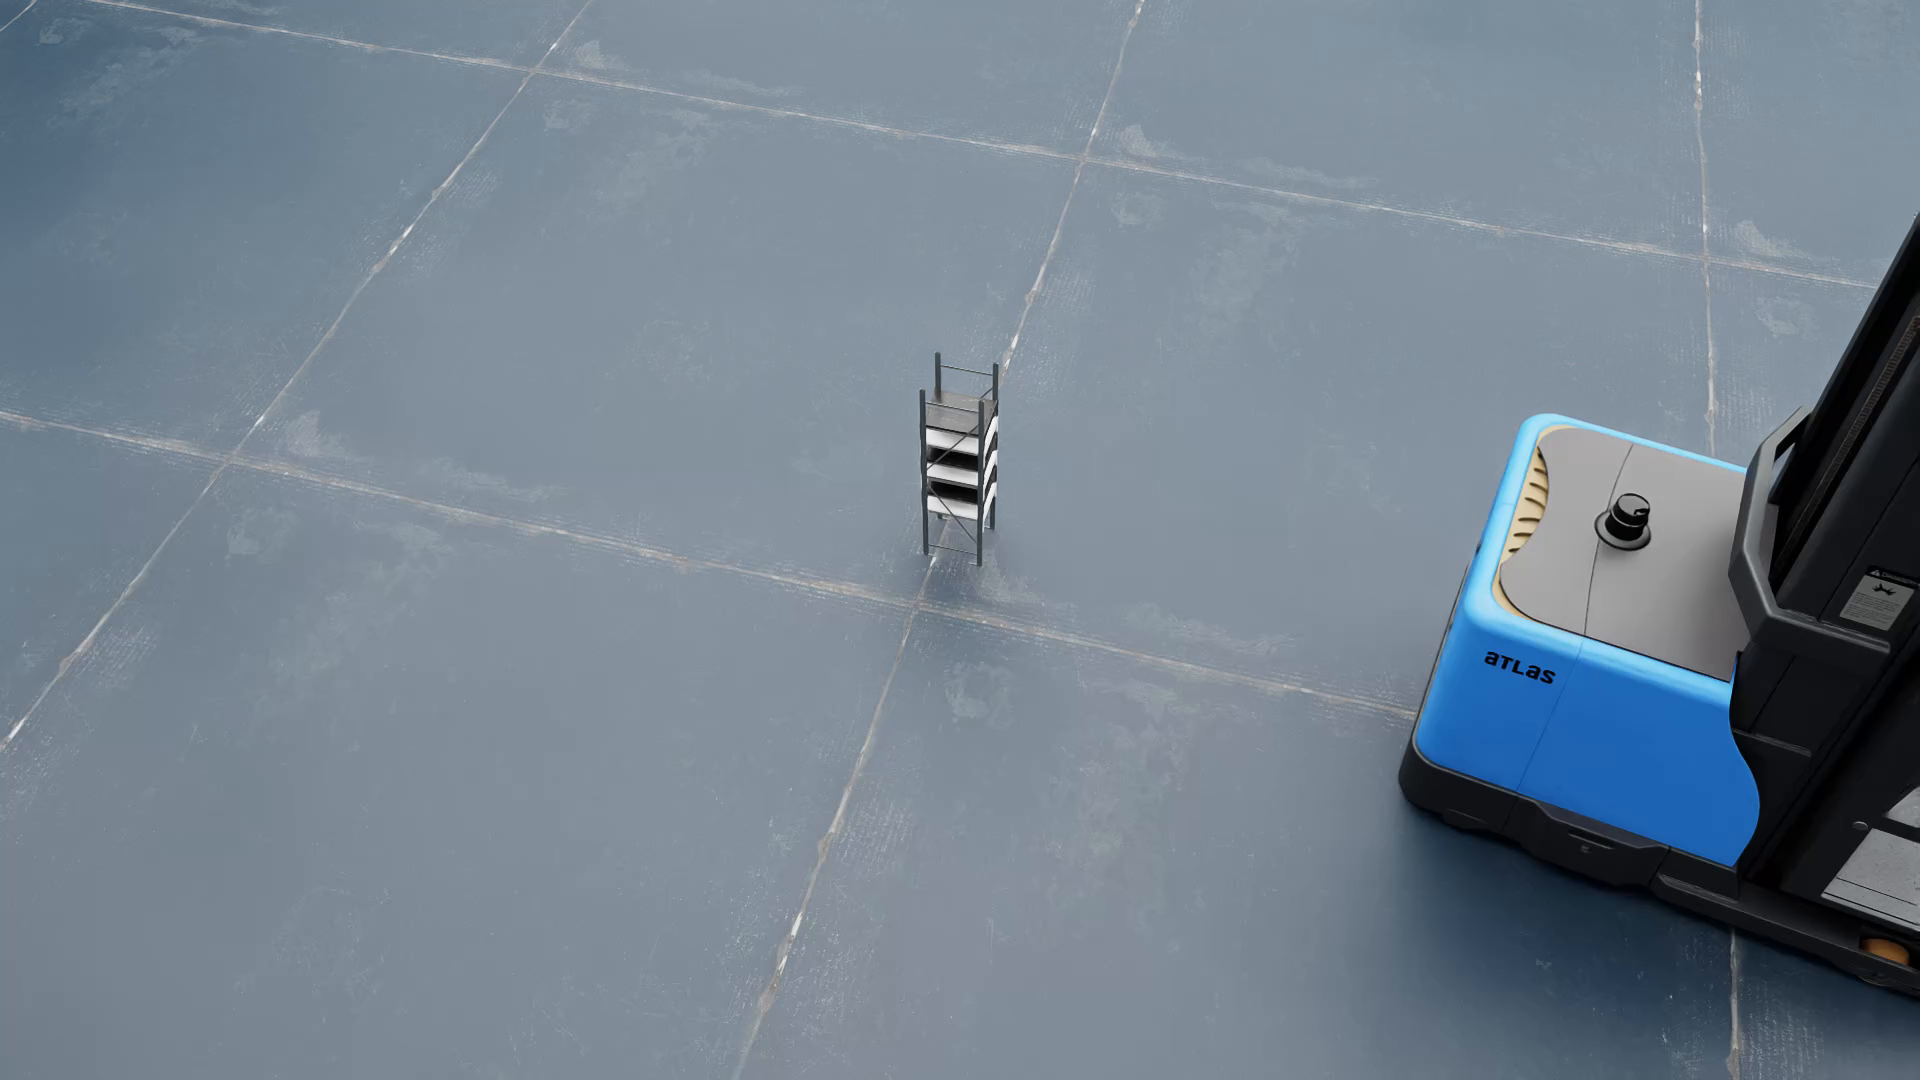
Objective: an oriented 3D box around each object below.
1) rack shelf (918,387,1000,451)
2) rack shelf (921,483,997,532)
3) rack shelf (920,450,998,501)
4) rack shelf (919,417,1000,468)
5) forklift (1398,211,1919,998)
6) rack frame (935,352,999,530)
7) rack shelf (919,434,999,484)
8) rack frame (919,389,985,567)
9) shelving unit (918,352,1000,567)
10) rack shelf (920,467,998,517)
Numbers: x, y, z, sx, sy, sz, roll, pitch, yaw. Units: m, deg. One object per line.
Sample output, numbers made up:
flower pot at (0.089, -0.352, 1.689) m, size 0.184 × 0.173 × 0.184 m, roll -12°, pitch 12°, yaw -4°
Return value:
rack shelf at (-0.002, -0.449, 6.149) m, size 0.258 × 0.077 × 0.200 m, roll 12°, pitch 50°, yaw 10°
rack shelf at (-0.002, -0.151, 6.486) m, size 0.258 × 0.077 × 0.200 m, roll 12°, pitch 50°, yaw 10°
rack shelf at (-0.002, -0.270, 6.351) m, size 0.258 × 0.077 × 0.200 m, roll 12°, pitch 50°, yaw 10°
rack shelf at (-0.002, -0.389, 6.216) m, size 0.258 × 0.077 × 0.200 m, roll 12°, pitch 50°, yaw 10°
forklift at (3.098, 0.076, 4.647) m, size 3.031 × 2.935 × 1.130 m, roll 19°, pitch 51°, yaw 16°
rack frame at (0.025, -0.365, 6.391) m, size 0.240 × 0.900 × 0.006 m, roll 12°, pitch 50°, yaw 10°
rack shelf at (-0.002, -0.329, 6.284) m, size 0.258 × 0.077 × 0.200 m, roll 12°, pitch 50°, yaw 10°
rack frame at (-0.029, -0.218, 6.261) m, size 0.240 × 0.900 × 0.006 m, roll 12°, pitch 50°, yaw 10°
shelving unit at (-0.002, -0.292, 6.326) m, size 0.258 × 0.900 × 0.210 m, roll 12°, pitch 50°, yaw 10°
rack shelf at (-0.002, -0.210, 6.419) m, size 0.258 × 0.077 × 0.200 m, roll 12°, pitch 50°, yaw 10°
